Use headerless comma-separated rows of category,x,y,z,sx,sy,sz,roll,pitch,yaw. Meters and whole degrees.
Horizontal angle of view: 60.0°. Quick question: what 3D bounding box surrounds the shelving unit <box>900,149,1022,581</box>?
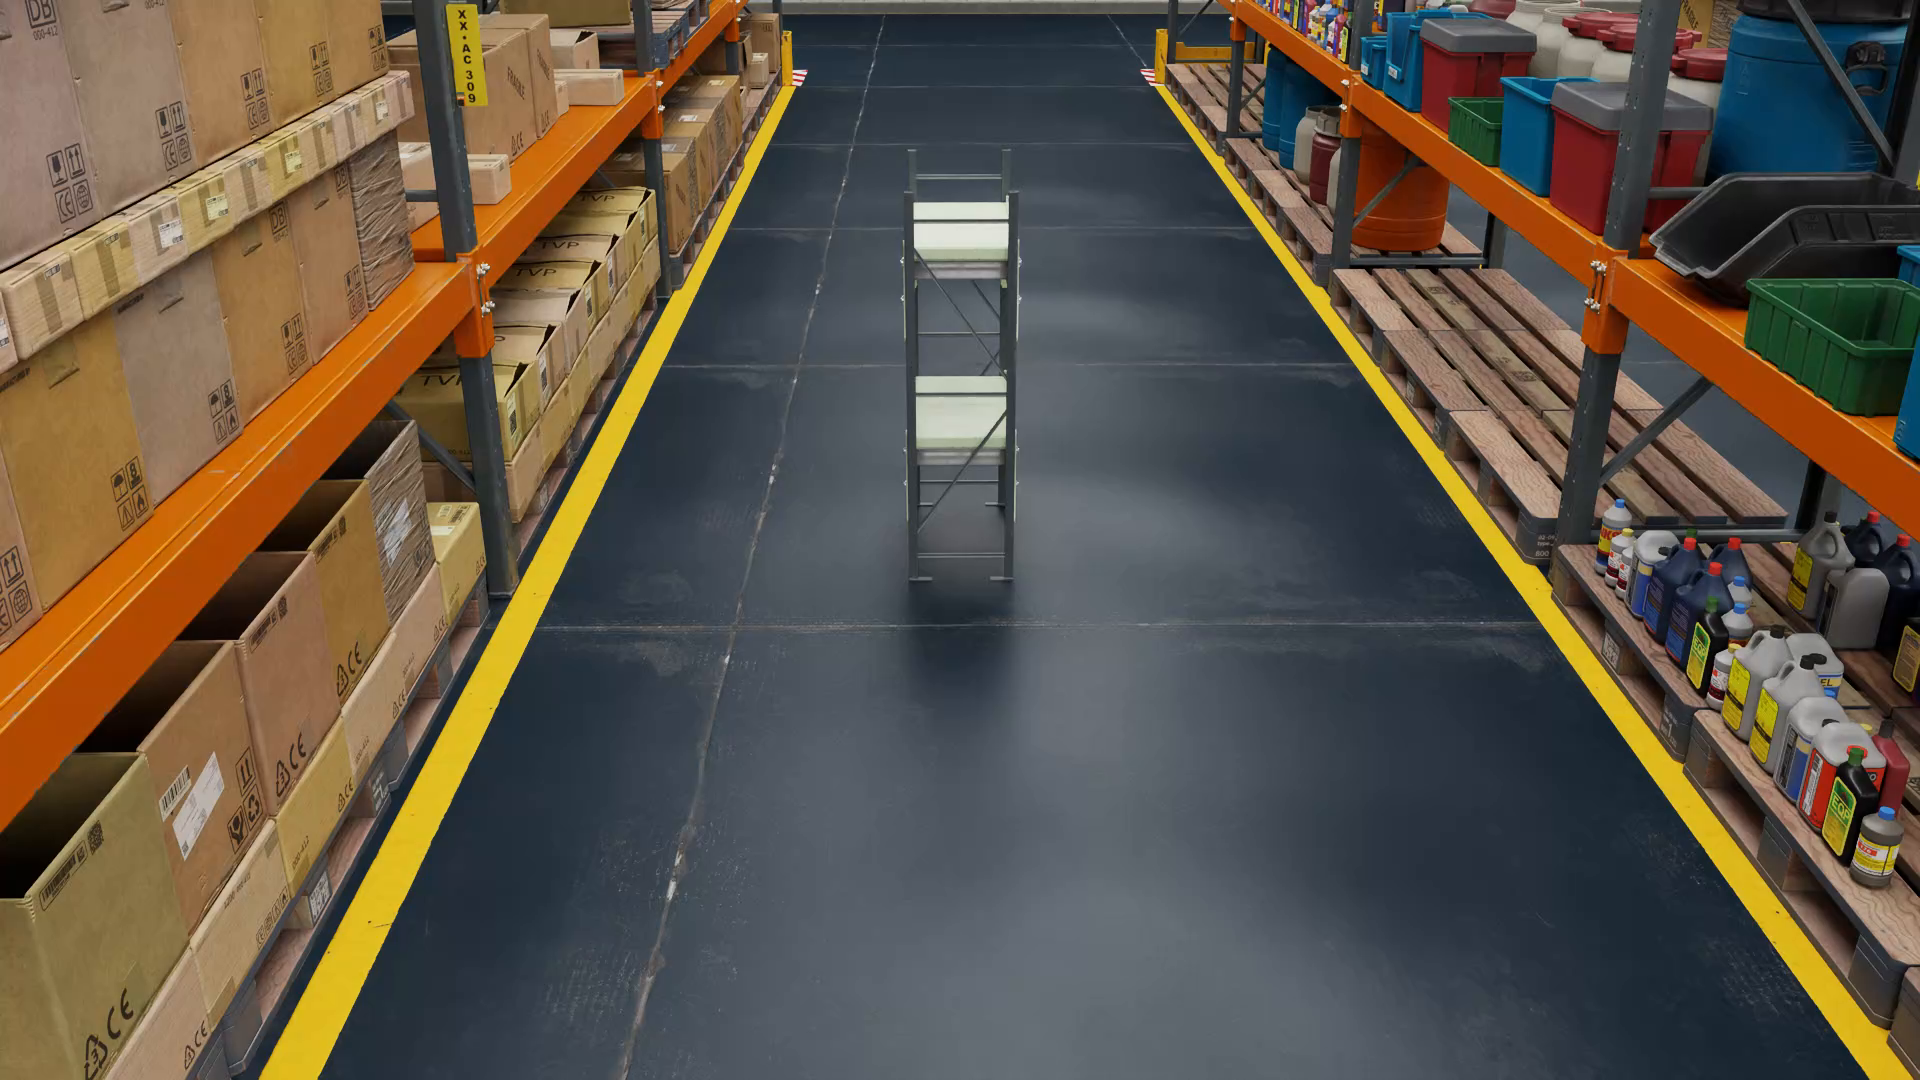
shelving unit,0.000,-0.681,6.435,0.431,1.500,0.755,0,24,-1

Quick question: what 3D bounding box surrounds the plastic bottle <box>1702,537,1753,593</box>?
plastic bottle,2.503,0.149,5.462,0.144,0.351,0.185,0,24,-1

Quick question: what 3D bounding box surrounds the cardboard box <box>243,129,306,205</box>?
cardboard box,-1.962,-0.981,4.372,0.380,0.149,0.250,0,24,-1

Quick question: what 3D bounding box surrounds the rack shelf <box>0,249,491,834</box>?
rack shelf,-2.166,-0.019,4.025,1.077,0.370,4.000,0,24,-1

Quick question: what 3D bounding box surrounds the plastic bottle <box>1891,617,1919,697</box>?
plastic bottle,2.964,0.333,5.136,0.061,0.283,0.133,0,24,-1

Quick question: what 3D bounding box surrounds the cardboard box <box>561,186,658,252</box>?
cardboard box,-1.980,-1.798,9.233,0.500,0.311,0.500,0,24,1

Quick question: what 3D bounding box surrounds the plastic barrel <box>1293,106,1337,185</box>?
plastic barrel,2.591,-2.797,11.803,0.421,0.512,0.421,0,24,0

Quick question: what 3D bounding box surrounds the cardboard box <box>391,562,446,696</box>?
cardboard box,-1.969,0.287,5.303,0.500,0.250,0.500,0,24,-1

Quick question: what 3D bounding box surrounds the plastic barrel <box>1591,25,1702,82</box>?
plastic barrel,2.966,-1.951,7.259,0.433,0.535,0.433,0,24,0

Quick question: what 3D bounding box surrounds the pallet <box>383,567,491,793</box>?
pallet,-2.221,0.428,5.548,1.003,0.211,1.213,0,24,-1

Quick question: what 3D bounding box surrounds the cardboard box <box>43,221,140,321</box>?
cardboard box,-1.950,-0.557,3.433,0.380,0.149,0.250,-1,24,-1

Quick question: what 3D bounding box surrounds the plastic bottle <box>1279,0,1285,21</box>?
plastic bottle,2.314,-3.762,11.578,0.152,0.276,0.135,0,24,-1

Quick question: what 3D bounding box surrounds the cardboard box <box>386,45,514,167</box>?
cardboard box,-2.186,-1.750,6.858,0.500,0.500,0.500,1,24,3

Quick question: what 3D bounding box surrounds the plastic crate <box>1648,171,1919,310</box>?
plastic crate,2.643,-0.947,5.279,0.767,0.338,0.504,0,24,-1

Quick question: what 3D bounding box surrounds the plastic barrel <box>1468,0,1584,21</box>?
plastic barrel,3.029,-2.712,8.941,0.600,0.536,0.708,0,24,-1

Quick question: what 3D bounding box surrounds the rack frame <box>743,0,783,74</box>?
rack frame,-2.319,-6.116,16.632,1.000,3.000,0.127,0,24,-1

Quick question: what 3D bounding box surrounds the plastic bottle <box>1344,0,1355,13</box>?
plastic bottle,2.873,-4.011,12.039,0.144,0.351,0.185,0,24,-1

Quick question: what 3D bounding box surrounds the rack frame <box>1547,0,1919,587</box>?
rack frame,2.765,-1.191,5.744,1.000,3.000,0.127,0,24,-1

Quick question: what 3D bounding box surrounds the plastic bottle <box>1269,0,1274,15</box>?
plastic bottle,2.265,-3.916,11.910,0.061,0.283,0.133,0,24,-1

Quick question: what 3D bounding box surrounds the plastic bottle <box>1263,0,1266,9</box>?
plastic bottle,2.280,-4.038,12.195,0.097,0.271,0.097,0,24,0

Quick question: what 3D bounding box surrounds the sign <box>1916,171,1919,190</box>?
sign,3.315,-1.316,5.683,0.100,0.325,0.005,0,24,-1

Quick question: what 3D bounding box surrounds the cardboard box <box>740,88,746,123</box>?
cardboard box,-2.064,-3.617,13.835,0.500,0.311,0.500,0,24,-1

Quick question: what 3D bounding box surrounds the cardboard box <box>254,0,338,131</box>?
cardboard box,-2.170,-1.416,4.546,0.700,0.500,0.500,0,24,-1

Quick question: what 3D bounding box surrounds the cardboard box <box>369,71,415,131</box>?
cardboard box,-1.971,-1.401,5.299,0.380,0.149,0.250,0,24,-1

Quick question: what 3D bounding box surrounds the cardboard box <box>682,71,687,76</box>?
cardboard box,-2.565,-3.762,13.928,0.500,0.500,0.500,0,24,-1

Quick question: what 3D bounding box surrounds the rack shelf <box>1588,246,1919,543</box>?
rack shelf,2.787,-0.040,4.070,1.077,0.370,4.000,0,24,-1

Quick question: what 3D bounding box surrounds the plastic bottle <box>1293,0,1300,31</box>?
plastic bottle,2.274,-3.553,11.108,0.061,0.283,0.133,0,24,-1

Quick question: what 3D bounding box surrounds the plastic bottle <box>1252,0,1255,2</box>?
plastic bottle,2.257,-4.227,12.597,0.061,0.283,0.133,0,24,-1

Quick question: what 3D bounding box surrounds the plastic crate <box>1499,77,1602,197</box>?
plastic crate,2.442,-1.637,6.750,0.392,0.384,0.575,0,24,-1

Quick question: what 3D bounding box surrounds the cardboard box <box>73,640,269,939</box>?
cardboard box,-1.954,0.563,3.782,0.500,0.500,0.500,0,24,-1

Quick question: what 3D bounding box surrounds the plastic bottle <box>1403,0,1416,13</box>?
plastic bottle,3.025,-3.534,11.075,0.152,0.276,0.135,0,24,-1

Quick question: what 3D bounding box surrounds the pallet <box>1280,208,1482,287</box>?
pallet,2.671,-1.894,10.681,1.003,0.211,1.213,0,24,-1

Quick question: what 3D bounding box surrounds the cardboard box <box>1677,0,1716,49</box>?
cardboard box,7.674,-5.118,16.496,0.875,0.875,0.875,0,24,-1

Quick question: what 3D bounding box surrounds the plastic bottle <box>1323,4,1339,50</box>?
plastic bottle,2.303,-3.169,10.273,0.097,0.271,0.097,0,24,0

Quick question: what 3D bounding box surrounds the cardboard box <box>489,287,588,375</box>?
cardboard box,-1.951,-0.956,7.370,0.500,0.311,0.500,-1,24,-2

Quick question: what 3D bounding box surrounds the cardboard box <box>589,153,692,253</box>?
cardboard box,-1.951,-2.069,10.185,0.500,0.500,0.500,1,24,2

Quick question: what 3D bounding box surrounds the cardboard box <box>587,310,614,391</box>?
cardboard box,-1.962,-0.910,7.950,0.500,0.250,0.500,0,24,0

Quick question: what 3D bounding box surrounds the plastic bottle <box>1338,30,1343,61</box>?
plastic bottle,2.307,-2.962,9.899,0.097,0.201,0.097,0,24,0

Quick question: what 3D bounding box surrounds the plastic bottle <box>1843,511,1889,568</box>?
plastic bottle,3.060,0.079,5.616,0.144,0.351,0.185,-1,24,-2

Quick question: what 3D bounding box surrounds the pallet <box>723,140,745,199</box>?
pallet,-2.229,-2.862,12.821,1.003,0.211,1.213,0,24,-1

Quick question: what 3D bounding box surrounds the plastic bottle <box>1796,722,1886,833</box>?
plastic bottle,2.375,0.639,4.469,0.152,0.276,0.135,0,24,0

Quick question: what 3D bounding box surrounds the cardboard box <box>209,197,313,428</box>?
cardboard box,-2.163,-0.609,4.336,0.700,0.500,0.500,0,24,0

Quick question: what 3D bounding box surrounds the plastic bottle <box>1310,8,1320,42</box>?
plastic bottle,2.298,-3.297,10.642,0.097,0.201,0.097,0,24,0

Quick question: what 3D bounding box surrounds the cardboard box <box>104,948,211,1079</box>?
cardboard box,-1.937,1.111,3.481,0.500,0.250,0.500,0,24,-1

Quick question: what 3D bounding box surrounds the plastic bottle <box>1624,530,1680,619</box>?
plastic bottle,2.361,0.115,5.626,0.152,0.276,0.135,1,24,1

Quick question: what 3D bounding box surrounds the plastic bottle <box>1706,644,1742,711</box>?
plastic bottle,2.341,0.412,5.061,0.097,0.201,0.097,0,24,0

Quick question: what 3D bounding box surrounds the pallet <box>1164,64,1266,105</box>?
pallet,2.604,-4.526,16.500,1.003,0.211,1.213,0,24,-1

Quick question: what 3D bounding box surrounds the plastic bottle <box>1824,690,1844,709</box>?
plastic bottle,2.488,0.529,4.803,0.097,0.201,0.097,0,24,0

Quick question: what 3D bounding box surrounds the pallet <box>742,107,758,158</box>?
pallet,-2.282,-3.480,14.188,1.003,0.211,1.213,0,24,-1

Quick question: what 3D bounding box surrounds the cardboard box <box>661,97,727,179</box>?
cardboard box,-1.981,-2.916,12.058,0.500,0.500,0.500,0,24,0

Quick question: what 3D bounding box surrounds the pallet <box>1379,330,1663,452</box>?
pallet,2.701,-0.748,8.148,1.003,0.211,1.213,0,24,-1

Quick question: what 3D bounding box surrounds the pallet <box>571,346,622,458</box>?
pallet,-2.251,-0.708,8.058,1.003,0.211,1.213,0,24,-1

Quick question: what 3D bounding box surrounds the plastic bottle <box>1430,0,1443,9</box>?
plastic bottle,3.057,-3.349,10.672,0.097,0.271,0.097,0,24,0

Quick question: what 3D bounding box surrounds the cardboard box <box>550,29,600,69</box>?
cardboard box,-2.272,-2.628,9.030,0.500,0.311,0.500,1,24,3

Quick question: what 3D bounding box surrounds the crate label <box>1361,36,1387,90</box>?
crate label,2.351,-2.588,9.036,0.303,0.233,0.416,0,24,-1

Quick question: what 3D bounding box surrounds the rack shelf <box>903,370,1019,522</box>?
rack shelf,0.000,-0.384,6.569,0.431,0.370,0.720,0,24,-1
